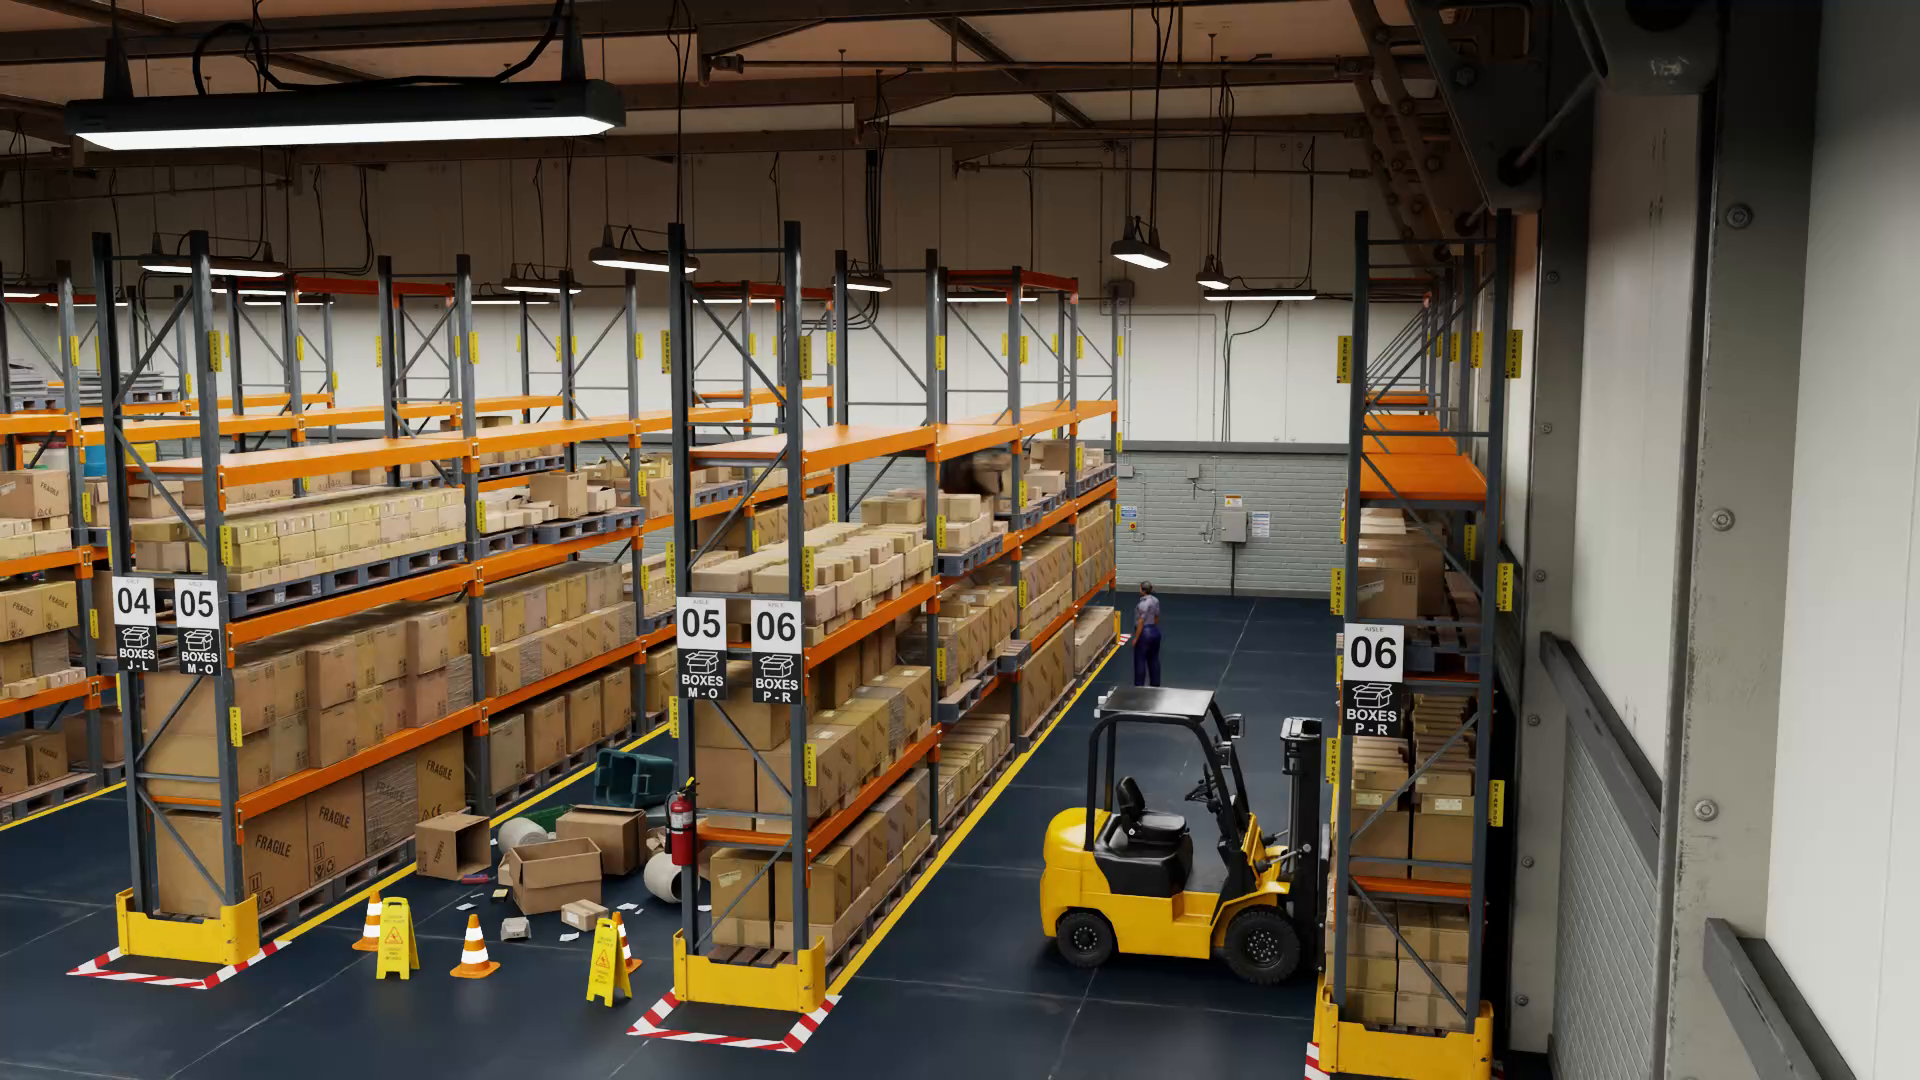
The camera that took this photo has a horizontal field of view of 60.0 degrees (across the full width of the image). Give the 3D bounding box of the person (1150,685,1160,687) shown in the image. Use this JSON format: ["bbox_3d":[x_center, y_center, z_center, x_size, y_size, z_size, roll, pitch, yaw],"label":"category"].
[{"bbox_3d":[2.674,2.127,24.272,0.363,0.236,0.522,5,9,35],"label":"person"}]
